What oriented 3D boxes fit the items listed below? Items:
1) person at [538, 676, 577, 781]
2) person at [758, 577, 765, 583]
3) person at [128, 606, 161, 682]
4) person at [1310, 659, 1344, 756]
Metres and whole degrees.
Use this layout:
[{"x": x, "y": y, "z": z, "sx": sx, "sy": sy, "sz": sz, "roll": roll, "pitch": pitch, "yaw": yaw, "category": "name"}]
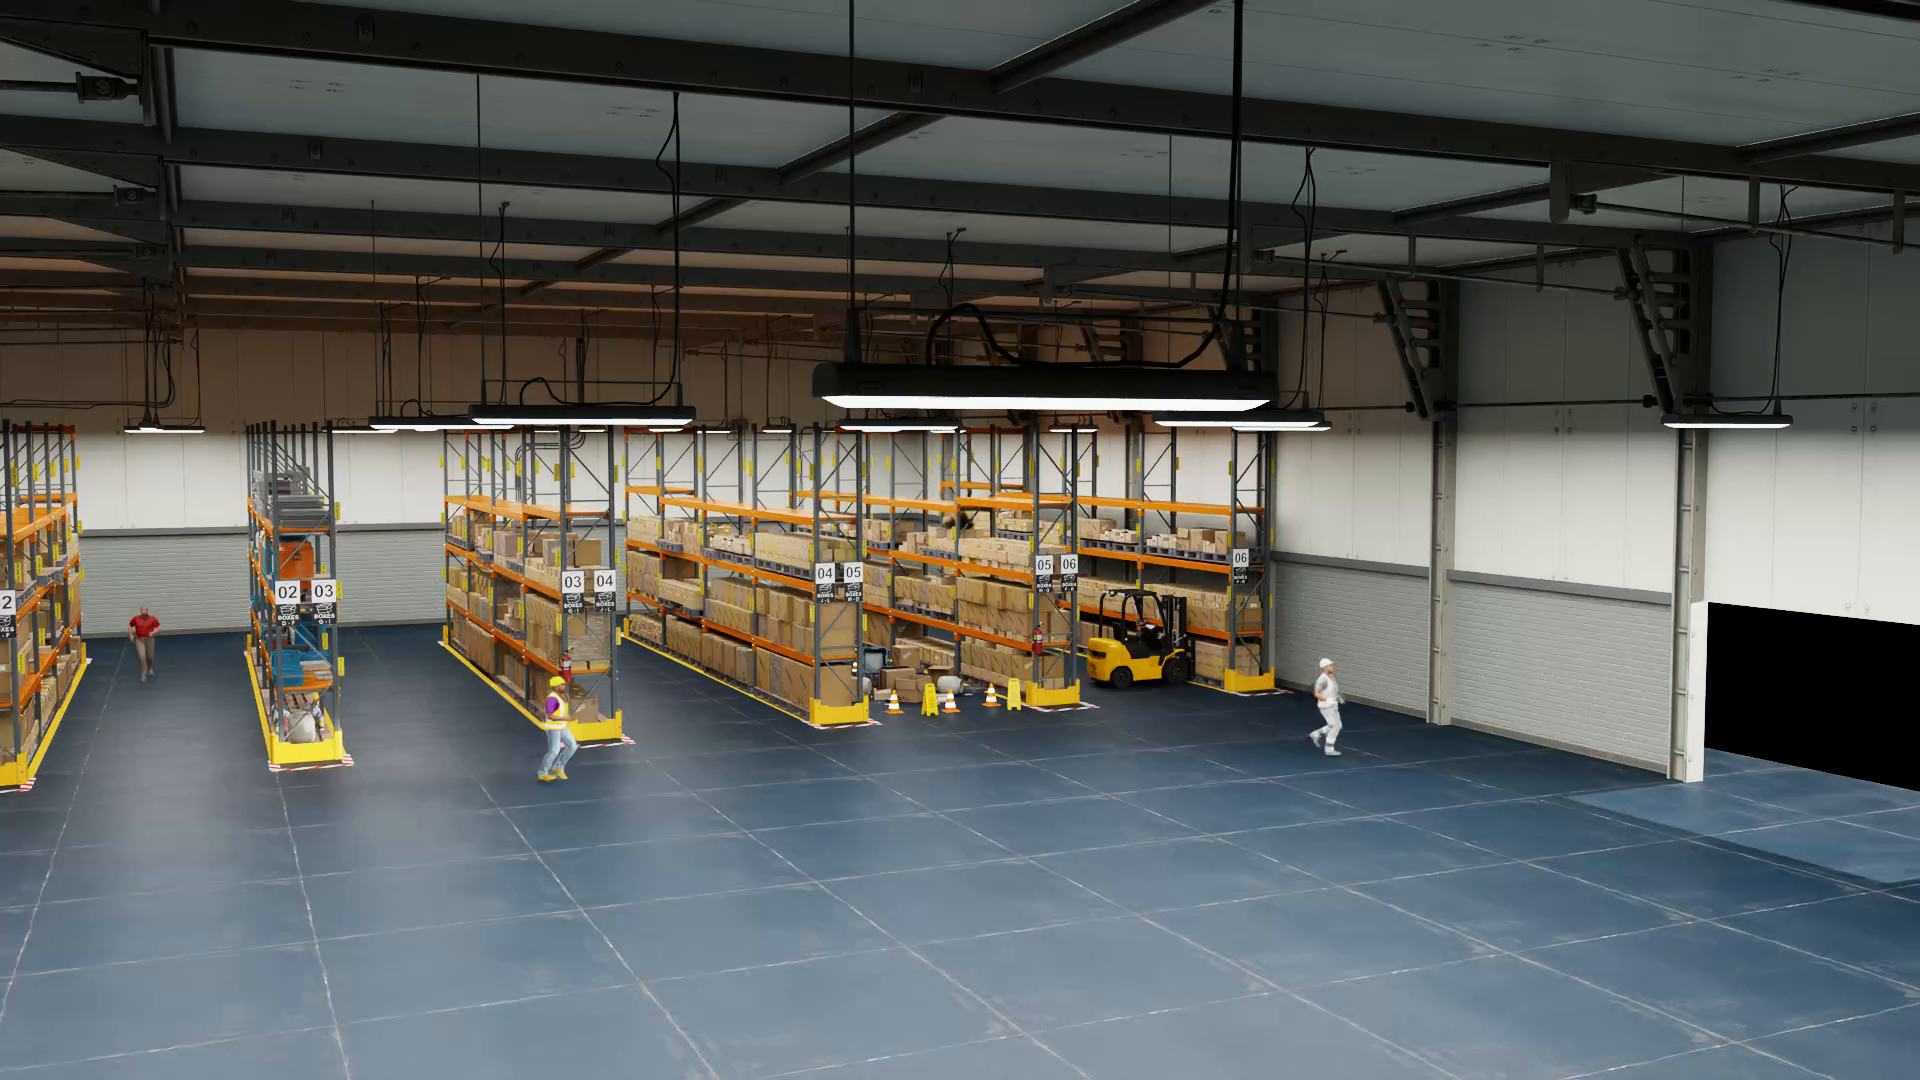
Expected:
[{"x": -6.645, "y": 3.129, "z": 27.499, "sx": 0.713, "sy": 1.762, "sz": 0.660, "roll": 1, "pitch": 4, "yaw": 9, "category": "person"}, {"x": -6.092, "y": 1.780, "z": 50.777, "sx": 0.596, "sy": 1.560, "sz": 0.557, "roll": -1, "pitch": 4, "yaw": -11, "category": "person"}, {"x": -19.199, "y": 2.414, "z": 39.179, "sx": 0.680, "sy": 1.750, "sz": 0.883, "roll": -2, "pitch": 4, "yaw": -30, "category": "person"}, {"x": 6.550, "y": 2.989, "z": 29.806, "sx": 0.623, "sy": 1.738, "sz": 0.655, "roll": 2, "pitch": 4, "yaw": 32, "category": "person"}]
